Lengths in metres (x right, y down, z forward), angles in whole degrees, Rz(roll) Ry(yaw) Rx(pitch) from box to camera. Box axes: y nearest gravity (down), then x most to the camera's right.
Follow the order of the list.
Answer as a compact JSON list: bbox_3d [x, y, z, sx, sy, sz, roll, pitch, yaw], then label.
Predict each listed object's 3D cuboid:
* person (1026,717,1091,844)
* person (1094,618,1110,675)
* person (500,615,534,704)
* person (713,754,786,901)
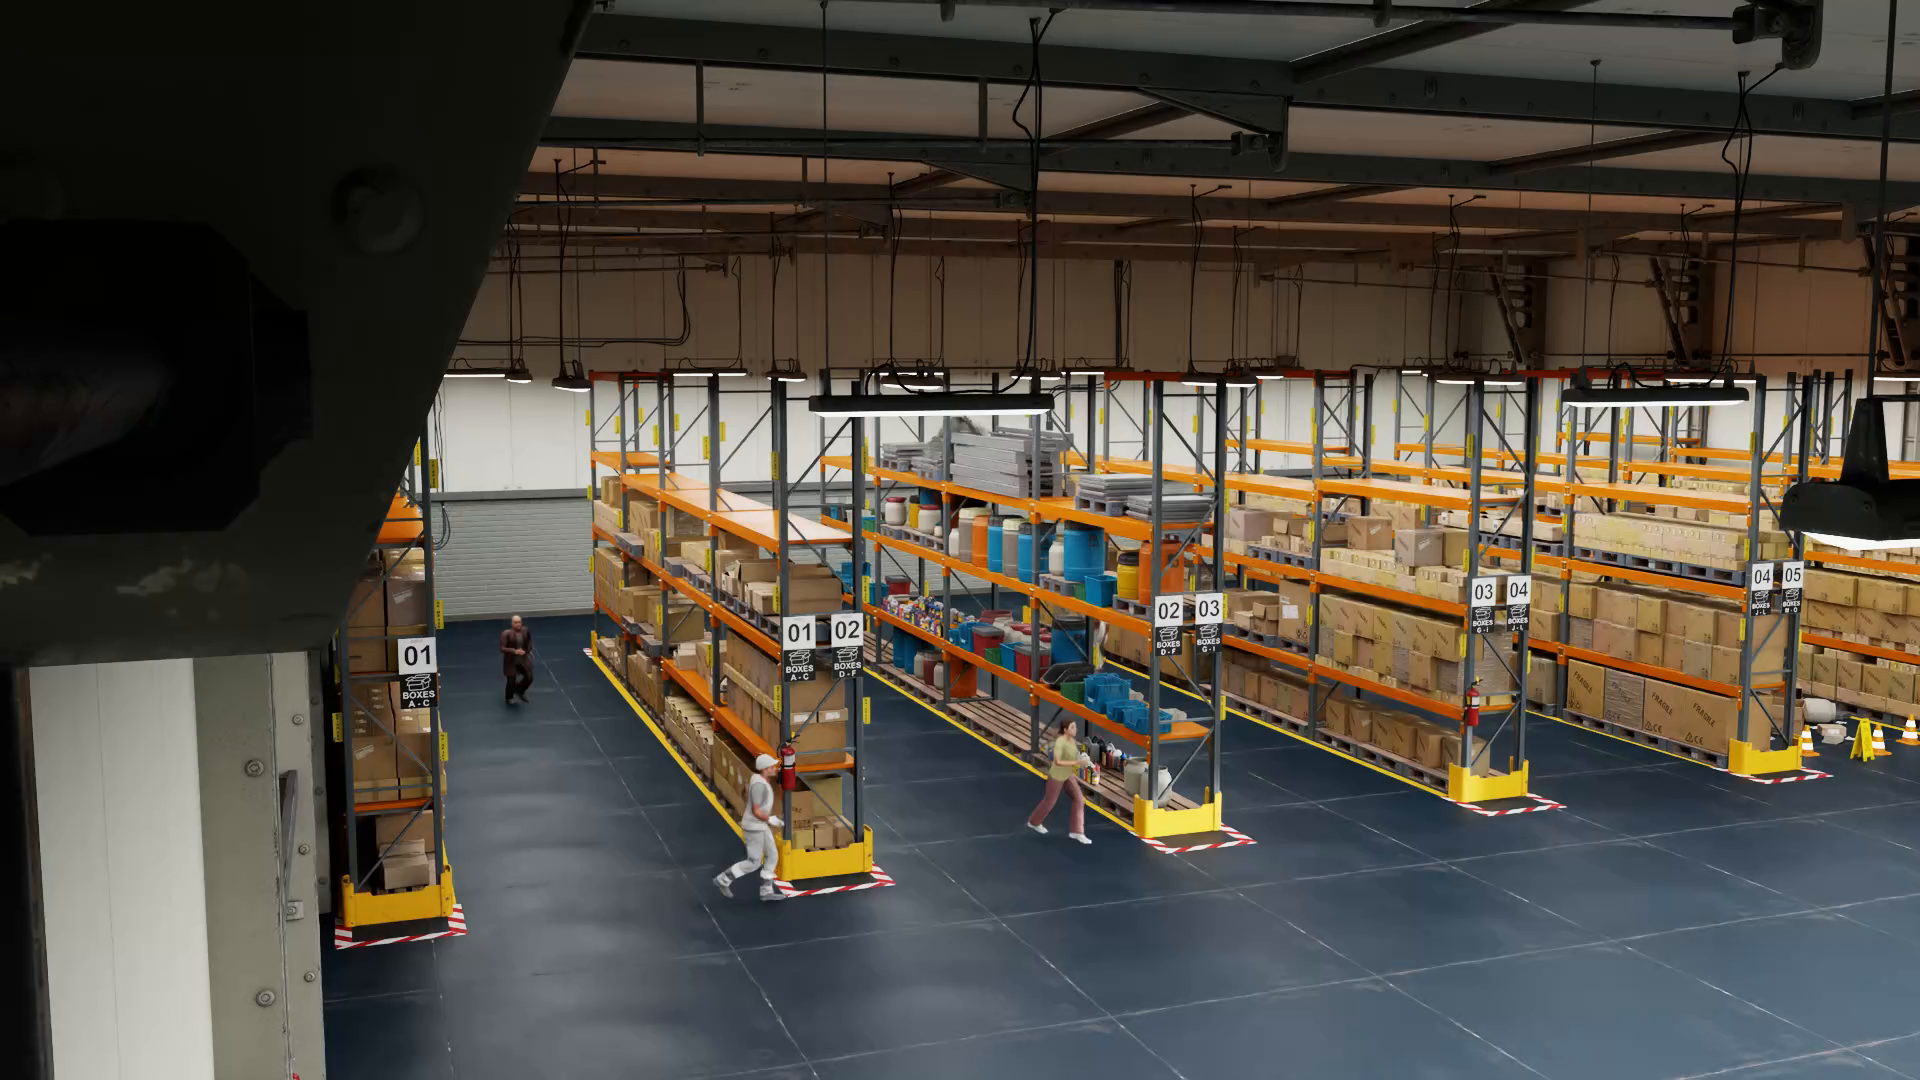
[{"bbox_3d":[1.274,3.105,21.645,0.927,1.662,0.585,4,8,34],"label":"person"},{"bbox_3d":[2.500,2.067,30.951,0.724,1.623,0.897,-3,7,-22],"label":"person"},{"bbox_3d":[-7.952,2.162,29.859,0.717,1.669,0.931,-5,8,-38],"label":"person"},{"bbox_3d":[-2.435,3.330,19.214,0.842,1.740,0.664,0,6,0],"label":"person"}]
